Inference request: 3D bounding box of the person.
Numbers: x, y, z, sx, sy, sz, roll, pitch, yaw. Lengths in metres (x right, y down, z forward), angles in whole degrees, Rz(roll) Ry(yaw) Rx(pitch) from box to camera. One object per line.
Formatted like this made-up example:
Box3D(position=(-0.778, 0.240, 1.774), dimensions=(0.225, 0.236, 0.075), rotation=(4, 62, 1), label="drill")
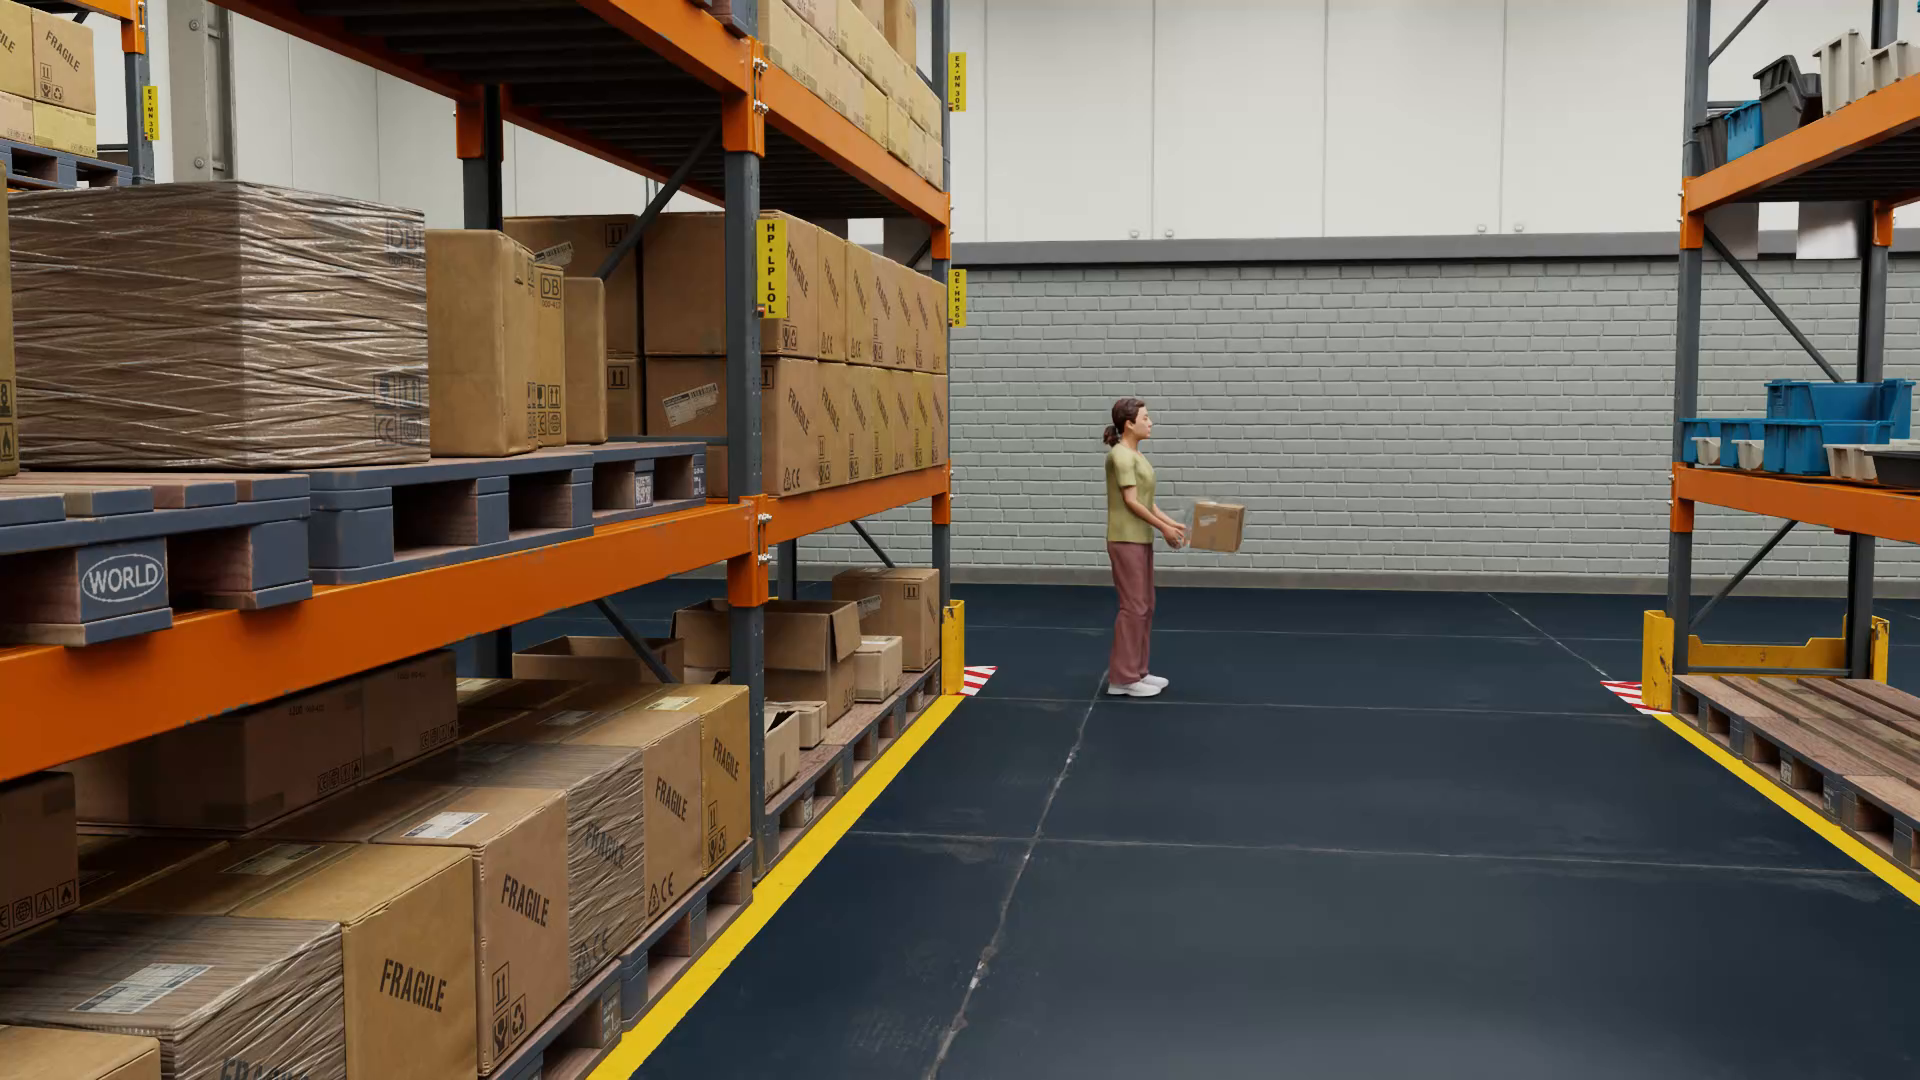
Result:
Box3D(position=(1.031, 0.032, 9.446), dimensions=(0.468, 1.675, 0.464), rotation=(1, 5, 16), label="person")
